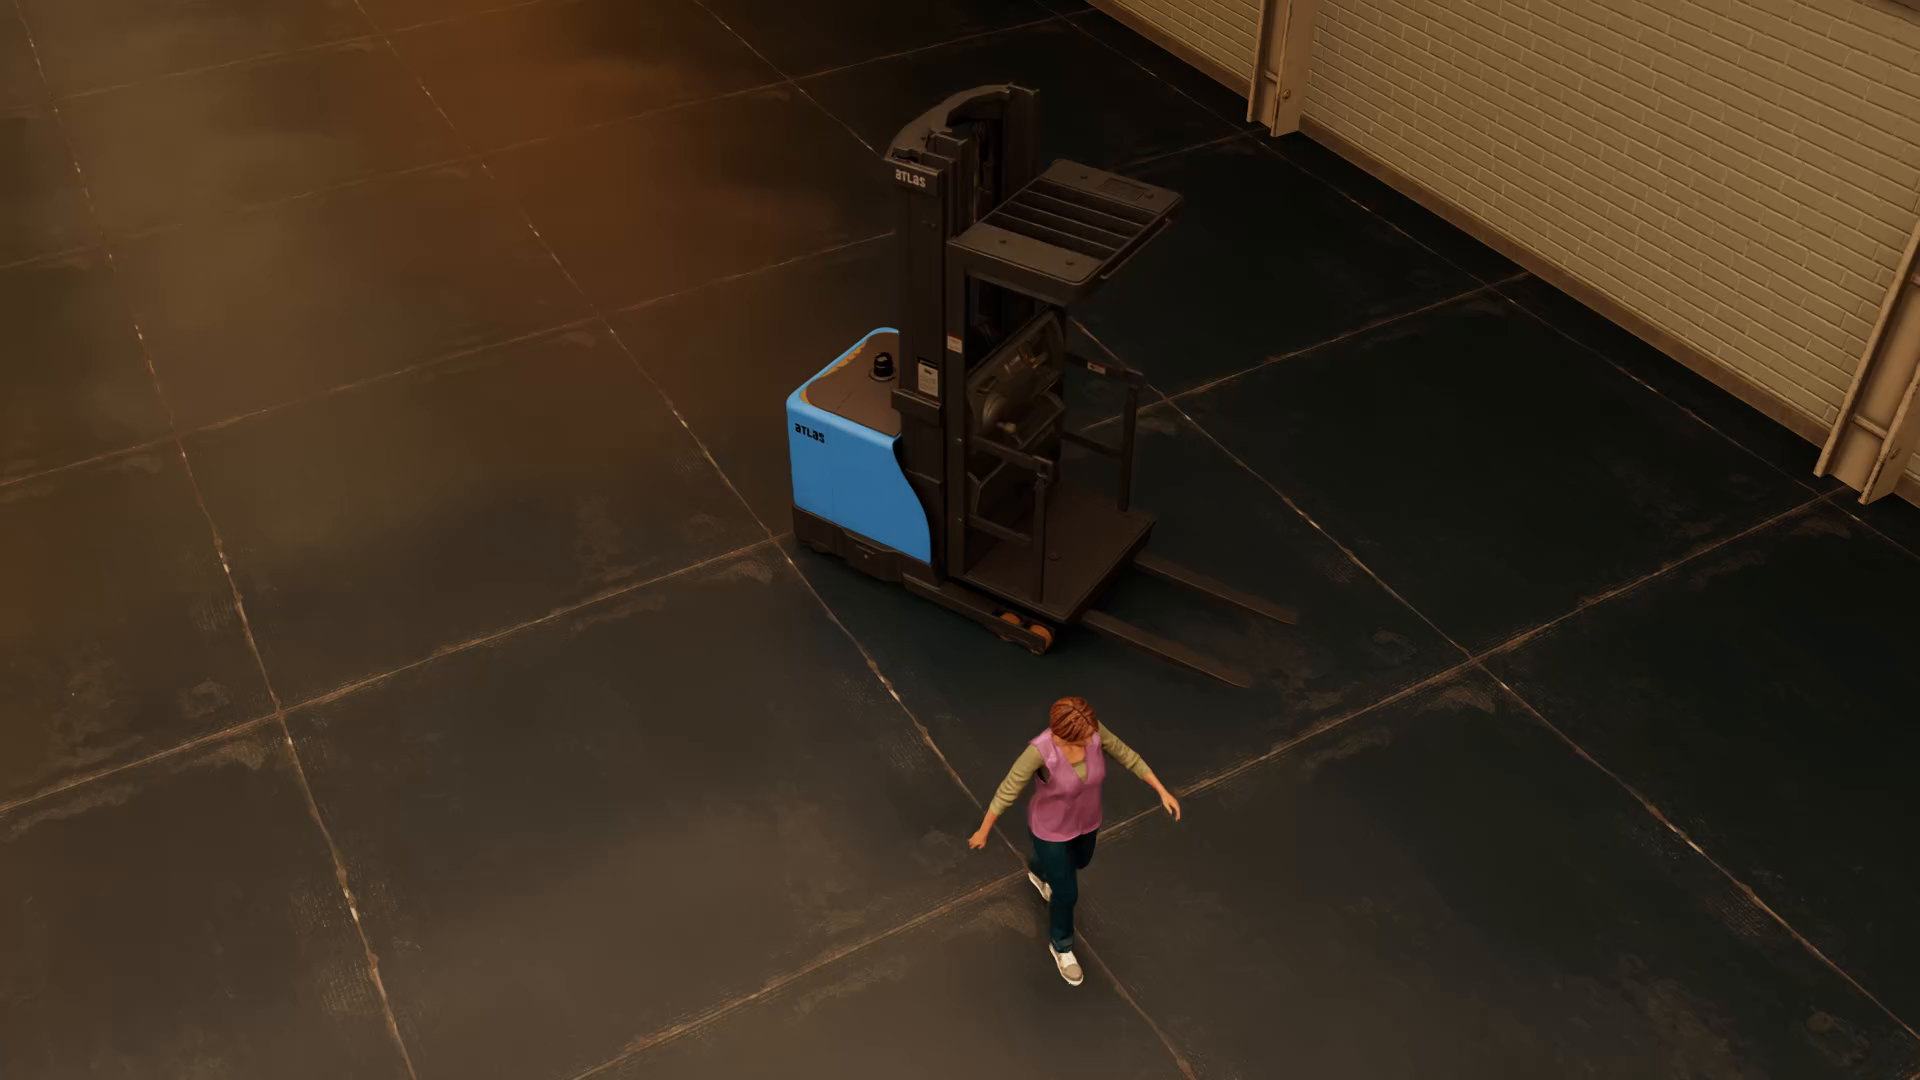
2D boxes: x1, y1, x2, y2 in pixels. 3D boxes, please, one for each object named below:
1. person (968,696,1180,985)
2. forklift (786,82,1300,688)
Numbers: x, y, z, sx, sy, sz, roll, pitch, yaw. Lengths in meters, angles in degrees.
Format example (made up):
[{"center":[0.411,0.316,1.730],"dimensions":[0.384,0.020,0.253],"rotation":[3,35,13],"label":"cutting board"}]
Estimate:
[{"center":[0.466,1.301,7.543],"dimensions":[0.800,1.579,0.703],"rotation":[-23,45,-25],"label":"person"},{"center":[0.484,-0.863,9.077],"dimensions":[3.031,2.935,1.130],"rotation":[23,45,25],"label":"forklift"}]
